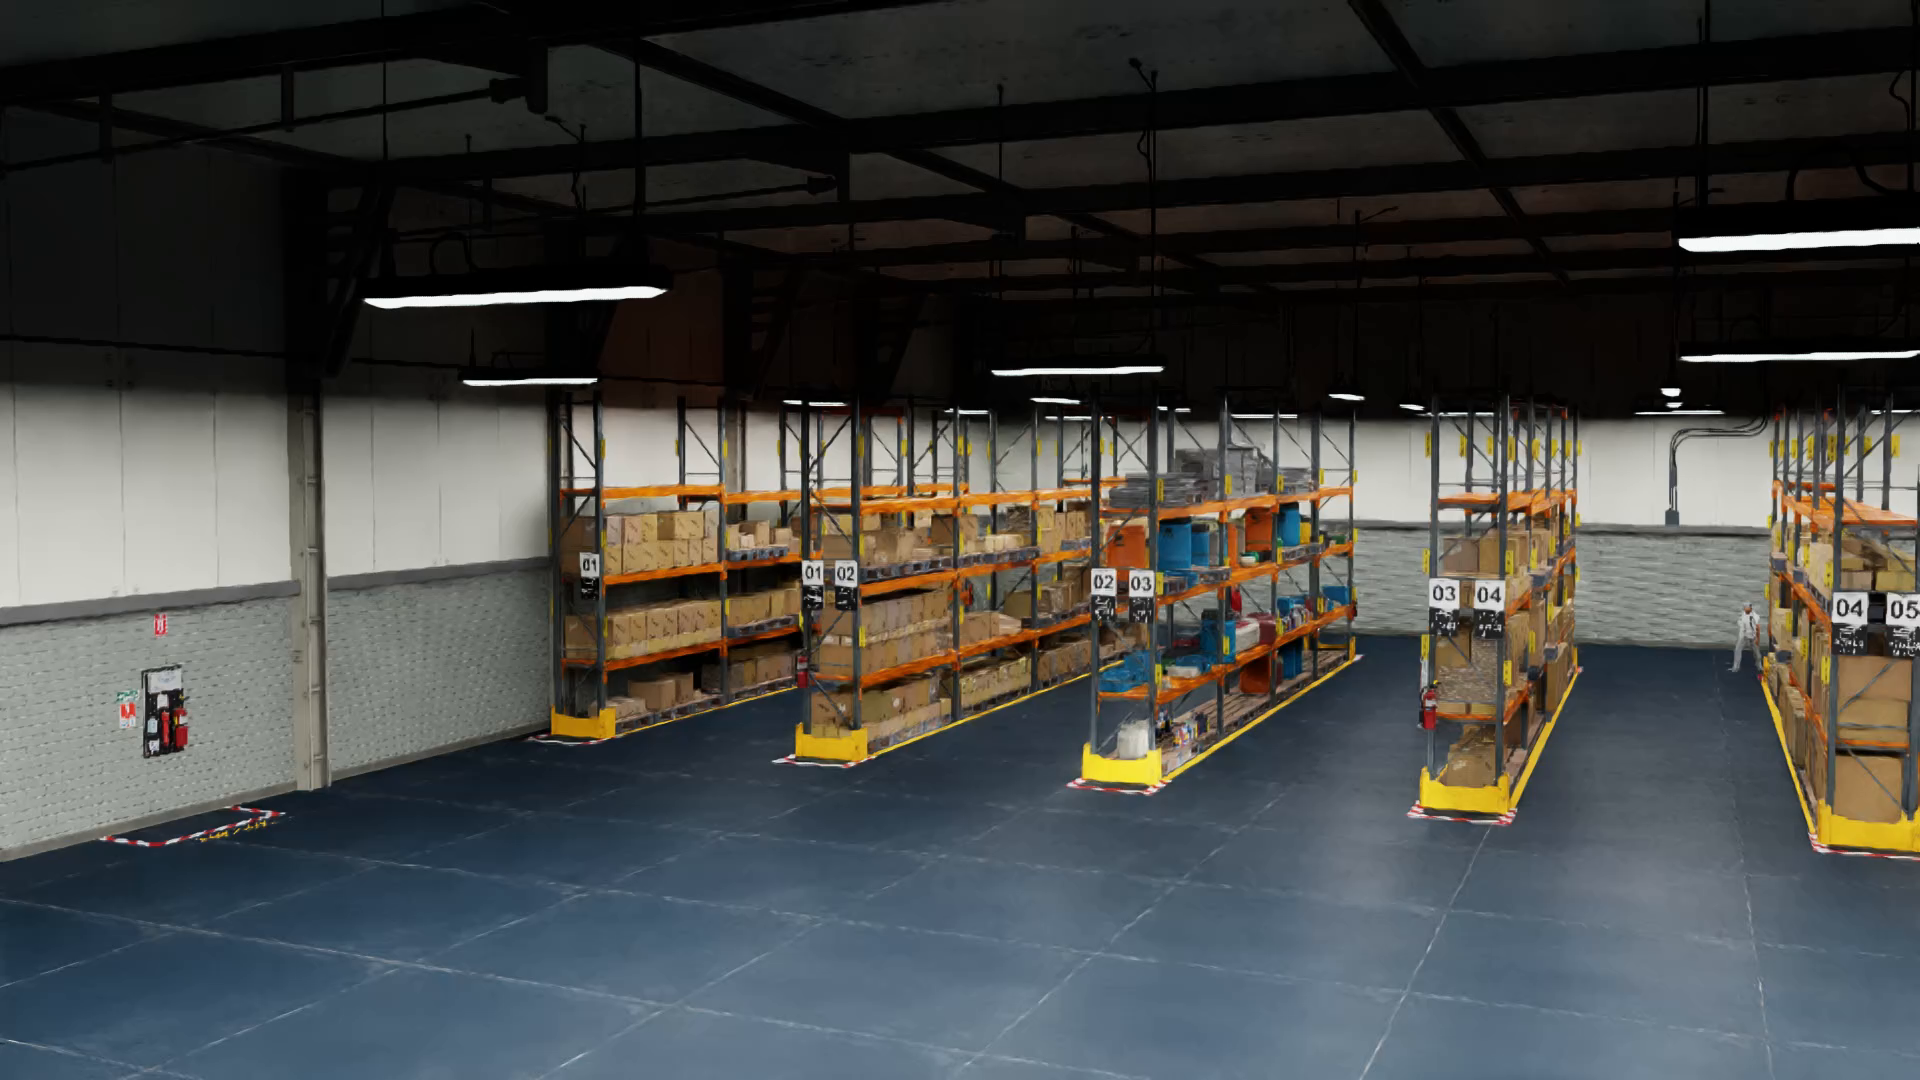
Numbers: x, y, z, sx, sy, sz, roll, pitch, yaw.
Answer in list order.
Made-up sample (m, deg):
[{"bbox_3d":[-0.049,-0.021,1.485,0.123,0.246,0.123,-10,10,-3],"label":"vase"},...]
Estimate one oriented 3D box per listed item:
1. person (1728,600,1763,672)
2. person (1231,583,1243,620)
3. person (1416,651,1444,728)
[{"bbox_3d":[17.605,2.147,37.128,0.936,1.612,0.520,-3,4,-43],"label":"person"},{"bbox_3d":[6.771,1.906,41.088,0.631,1.633,0.445,-3,4,-45],"label":"person"},{"bbox_3d":[8.484,2.498,29.747,0.541,1.672,1.116,1,3,22],"label":"person"}]
